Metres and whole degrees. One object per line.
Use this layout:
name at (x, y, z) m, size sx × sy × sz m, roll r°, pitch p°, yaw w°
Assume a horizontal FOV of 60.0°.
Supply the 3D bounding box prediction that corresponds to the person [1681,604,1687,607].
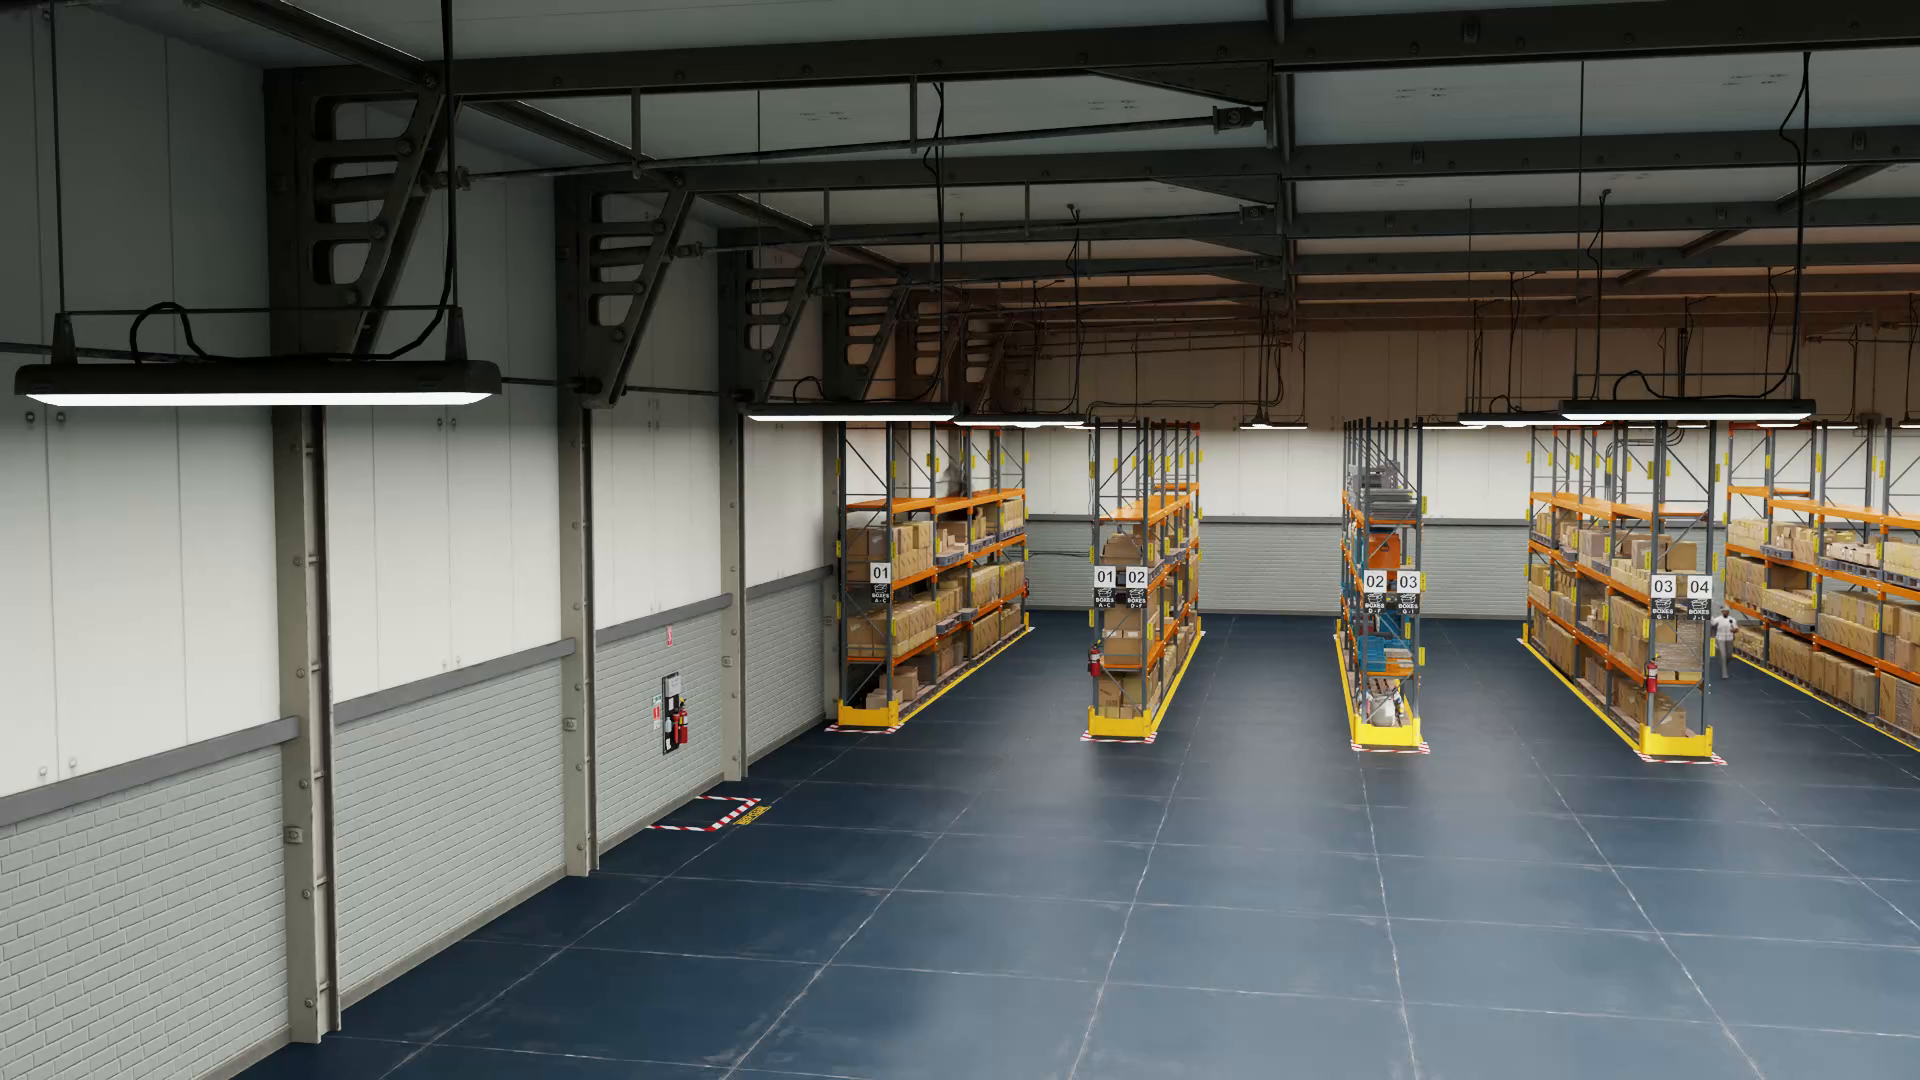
person at (18.791, 2.131, 43.329) m, size 0.603 × 1.592 × 0.602 m, roll 1°, pitch 4°, yaw 20°

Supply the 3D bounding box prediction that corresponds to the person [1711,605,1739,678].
person at (17.869, 2.345, 38.859) m, size 0.583 × 1.675 × 0.924 m, roll 1°, pitch 4°, yaw 11°
